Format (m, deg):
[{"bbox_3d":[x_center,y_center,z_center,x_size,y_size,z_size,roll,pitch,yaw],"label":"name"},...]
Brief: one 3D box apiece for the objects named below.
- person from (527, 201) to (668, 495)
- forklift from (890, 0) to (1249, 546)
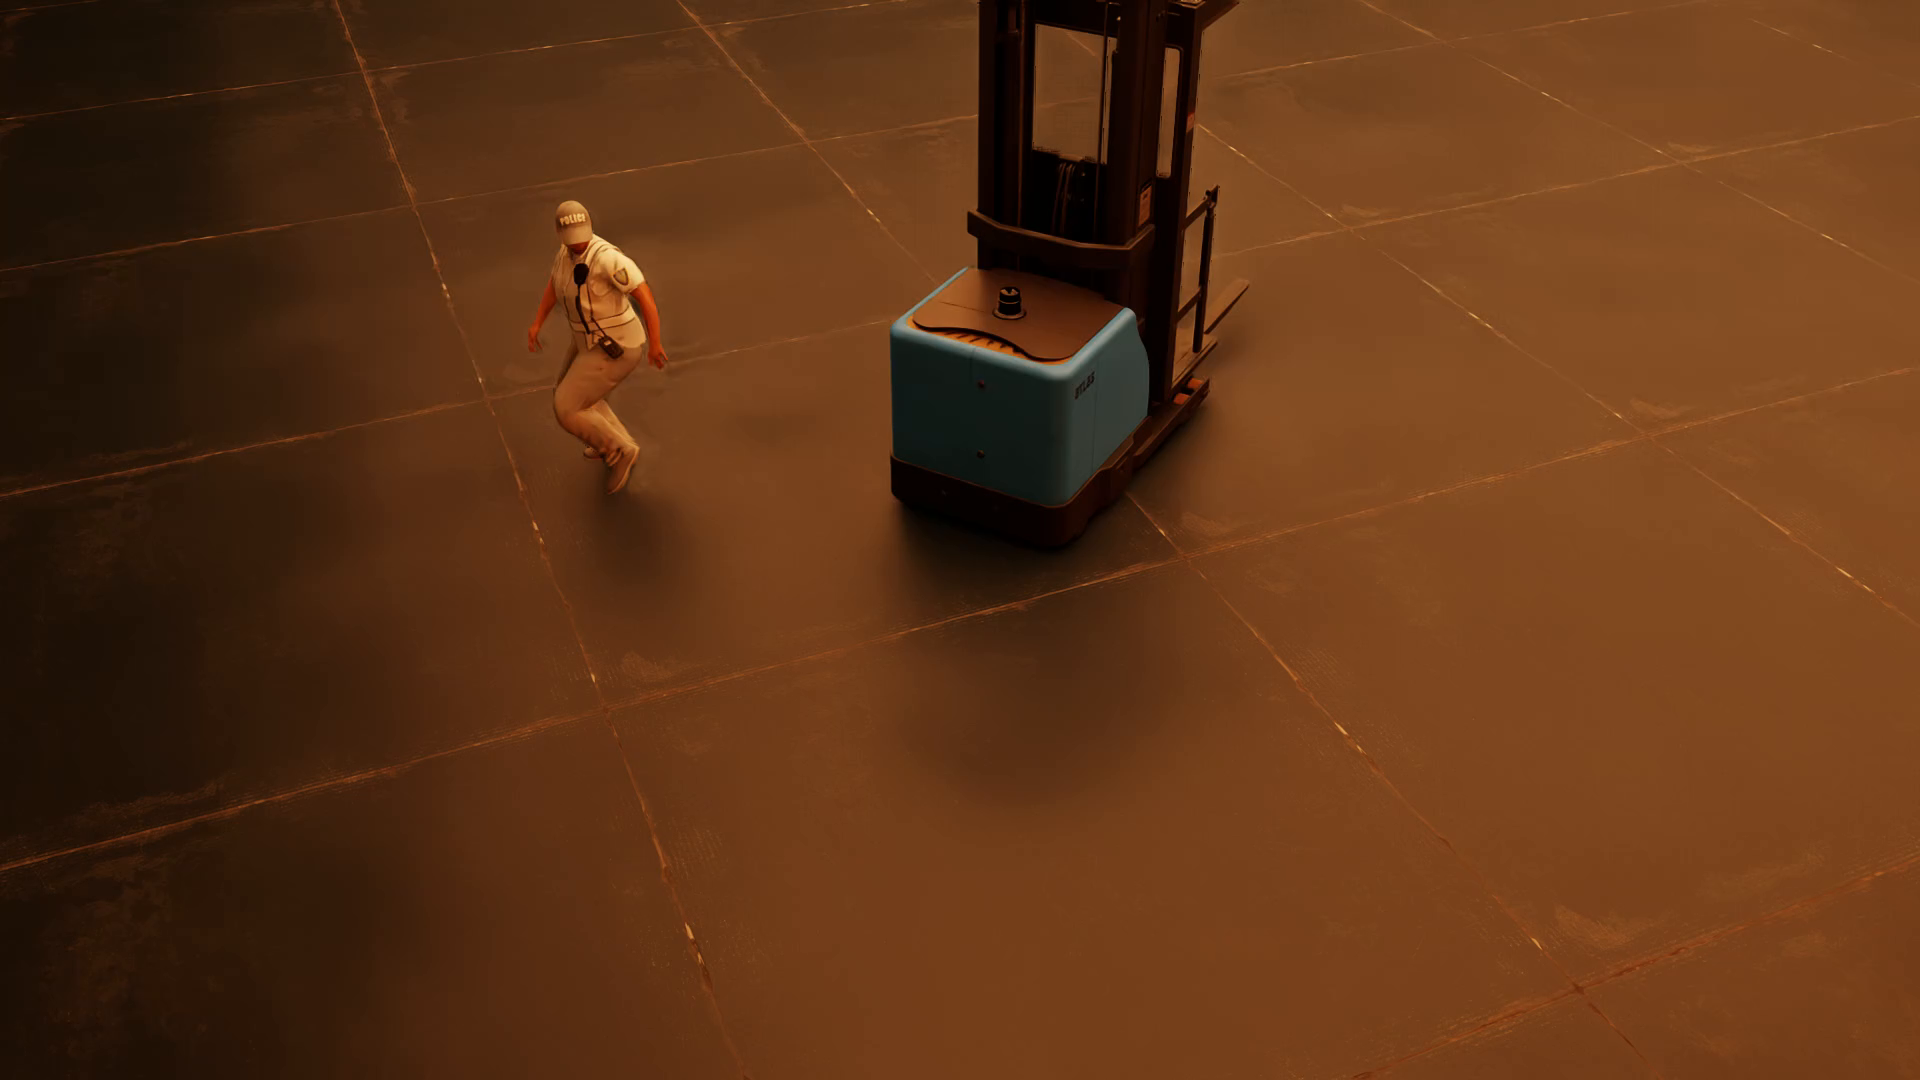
[{"bbox_3d":[-1.924,-1.029,8.729,0.619,1.583,0.706,-15,38,-20],"label":"person"},{"bbox_3d":[0.799,-1.993,8.901,1.130,2.935,3.031,18,39,24],"label":"forklift"}]
